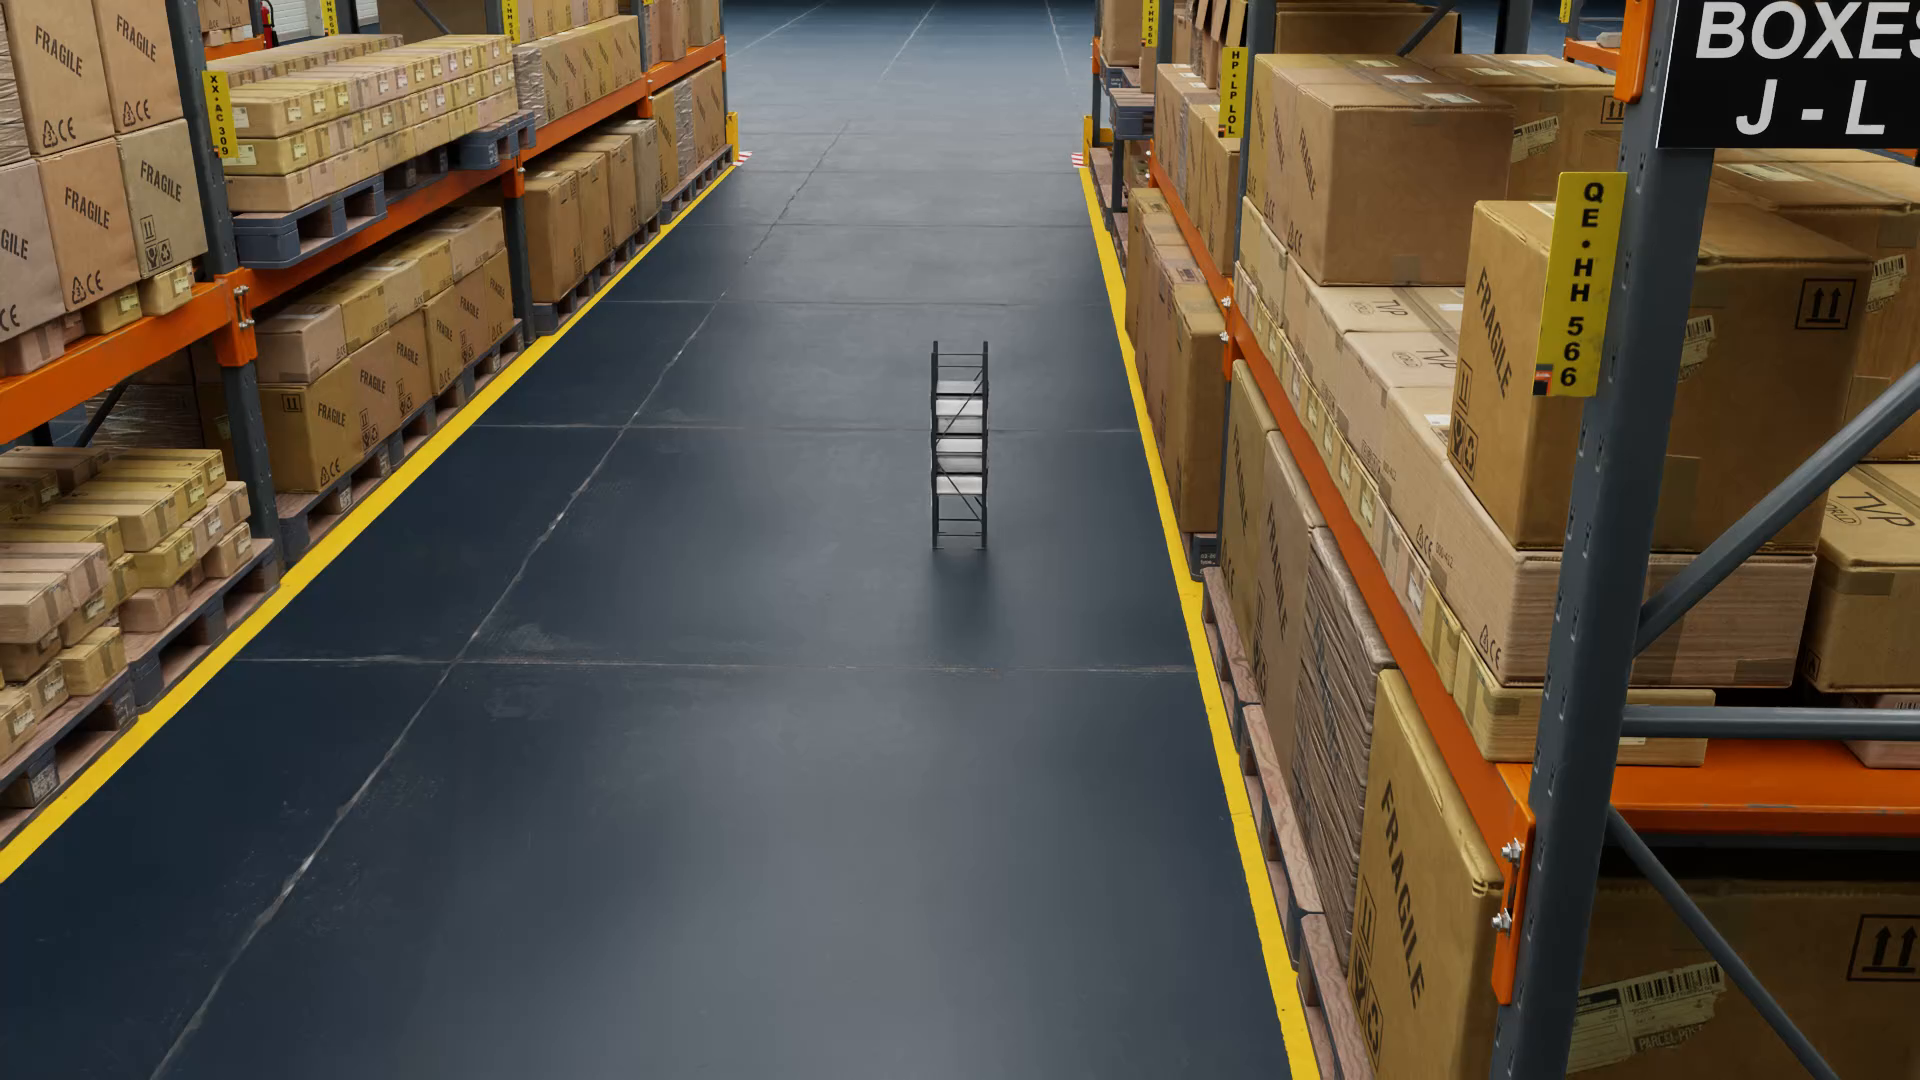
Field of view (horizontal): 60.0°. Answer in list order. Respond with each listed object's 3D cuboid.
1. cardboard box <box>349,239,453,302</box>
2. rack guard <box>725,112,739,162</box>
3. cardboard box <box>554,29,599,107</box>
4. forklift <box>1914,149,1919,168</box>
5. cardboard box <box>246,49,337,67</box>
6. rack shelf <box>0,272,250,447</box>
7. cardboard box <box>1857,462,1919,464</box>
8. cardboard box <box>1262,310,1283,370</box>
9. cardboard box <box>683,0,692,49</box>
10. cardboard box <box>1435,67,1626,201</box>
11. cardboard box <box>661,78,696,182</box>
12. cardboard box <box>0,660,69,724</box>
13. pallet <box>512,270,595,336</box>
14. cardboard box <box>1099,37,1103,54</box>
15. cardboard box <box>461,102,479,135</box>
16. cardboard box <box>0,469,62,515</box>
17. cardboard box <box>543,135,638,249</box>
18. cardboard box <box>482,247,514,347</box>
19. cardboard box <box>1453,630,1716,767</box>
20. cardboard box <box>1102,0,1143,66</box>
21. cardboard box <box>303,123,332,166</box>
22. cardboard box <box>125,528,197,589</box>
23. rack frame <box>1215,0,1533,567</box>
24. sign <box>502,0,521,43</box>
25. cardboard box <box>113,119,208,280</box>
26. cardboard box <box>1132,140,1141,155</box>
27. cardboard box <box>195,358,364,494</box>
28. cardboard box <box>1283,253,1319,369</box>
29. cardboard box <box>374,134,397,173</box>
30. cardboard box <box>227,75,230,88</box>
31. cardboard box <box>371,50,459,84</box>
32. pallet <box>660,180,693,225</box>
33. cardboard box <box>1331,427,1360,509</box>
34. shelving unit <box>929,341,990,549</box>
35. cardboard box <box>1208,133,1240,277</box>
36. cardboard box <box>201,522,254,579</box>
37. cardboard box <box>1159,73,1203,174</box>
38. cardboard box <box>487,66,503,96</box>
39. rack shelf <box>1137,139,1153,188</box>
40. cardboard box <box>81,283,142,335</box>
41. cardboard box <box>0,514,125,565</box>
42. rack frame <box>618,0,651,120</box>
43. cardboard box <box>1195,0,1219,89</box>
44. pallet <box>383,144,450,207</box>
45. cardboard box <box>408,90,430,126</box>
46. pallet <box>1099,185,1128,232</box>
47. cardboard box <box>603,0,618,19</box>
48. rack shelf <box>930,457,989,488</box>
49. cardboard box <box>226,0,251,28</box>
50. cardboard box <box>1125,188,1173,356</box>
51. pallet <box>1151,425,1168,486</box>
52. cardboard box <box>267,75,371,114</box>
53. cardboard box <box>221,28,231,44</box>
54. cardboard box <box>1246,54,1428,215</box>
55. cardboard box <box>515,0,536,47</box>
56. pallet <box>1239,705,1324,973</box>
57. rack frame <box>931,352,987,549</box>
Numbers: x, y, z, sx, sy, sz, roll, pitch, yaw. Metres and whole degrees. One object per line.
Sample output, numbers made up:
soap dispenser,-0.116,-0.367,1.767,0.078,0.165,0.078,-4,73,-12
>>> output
cardboard box,-3.071,-1.450,8.957,0.500,0.250,0.500,1,21,3
rack guard,-3.032,-4.422,18.235,1.175,0.500,0.348,1,21,2
cardboard box,-2.947,-3.439,12.106,0.500,0.500,0.500,0,21,1
forklift,4.310,-0.997,6.048,3.031,2.935,1.130,-4,22,-11
cardboard box,-3.516,-2.498,8.765,0.380,0.149,0.250,2,21,4
rack shelf,-3.459,-0.182,4.845,1.077,0.370,4.000,1,21,2
cardboard box,1.729,-0.130,3.514,0.500,0.250,0.500,0,21,1
cardboard box,1.193,-0.643,5.387,0.380,0.149,0.250,0,21,0
cardboard box,-3.137,-5.114,16.355,0.875,0.550,0.550,1,21,2
cardboard box,1.790,-1.217,5.278,0.500,0.500,0.500,1,21,2
cardboard box,-3.042,-3.890,15.766,0.875,0.875,0.875,1,21,2
cardboard box,-3.176,0.507,5.437,0.380,0.149,0.250,1,21,3
pallet,-3.177,-1.671,11.543,1.003,0.211,1.213,1,21,2
cardboard box,1.532,-4.729,15.917,0.380,0.149,0.250,1,21,2
cardboard box,-2.860,-2.309,9.099,0.380,0.149,0.250,0,21,1
cardboard box,-3.683,-0.163,6.340,0.380,0.149,0.250,2,21,4
cardboard box,-3.117,-2.705,12.884,1.050,0.750,0.750,1,21,2
cardboard box,-3.035,-1.476,10.061,0.500,0.500,0.500,1,21,1
cardboard box,1.117,0.282,3.003,0.380,0.149,0.250,1,21,3
cardboard box,1.636,-4.231,12.877,1.000,1.000,1.000,1,21,2
cardboard box,-2.920,-1.689,7.090,0.380,0.149,0.250,0,21,1
cardboard box,-3.076,0.067,6.159,0.380,0.149,0.250,0,21,0
rack frame,1.557,-1.149,6.344,1.000,3.000,0.127,1,21,2
sign,-2.734,-3.187,10.104,0.100,0.325,0.005,1,21,2
cardboard box,-3.130,-1.247,6.048,0.500,0.500,0.500,1,21,2
cardboard box,1.862,-3.423,15.080,0.500,0.500,0.500,8,22,19
cardboard box,-3.110,-0.535,7.636,0.500,0.500,0.500,1,21,4
cardboard box,1.250,-0.684,4.940,0.500,0.250,0.500,1,21,3
cardboard box,-2.896,-1.830,7.864,0.380,0.149,0.250,0,21,-1
cardboard box,-3.556,-2.029,7.556,0.380,0.149,0.250,1,21,1
cardboard box,-2.869,-2.491,8.746,0.380,0.149,0.250,1,21,2
pallet,-3.053,-3.107,15.244,1.003,0.211,1.213,1,21,2
cardboard box,1.154,-0.181,4.196,0.380,0.149,0.250,1,21,2
shelving unit,0.000,-0.417,7.359,0.258,0.900,0.210,1,21,2
cardboard box,1.298,-1.368,6.769,0.500,0.500,0.500,1,21,2
cardboard box,-3.069,0.039,6.643,0.380,0.149,0.250,1,21,2
cardboard box,1.378,-2.283,9.127,0.500,0.500,0.500,0,21,0
cardboard box,-2.843,-2.624,9.499,0.380,0.149,0.250,1,21,4
rack shelf,1.739,-2.983,12.065,1.077,0.370,4.000,1,21,2
cardboard box,-3.140,-0.827,5.860,0.380,0.149,0.250,1,21,4
cardboard box,-3.203,0.023,5.861,0.380,0.149,0.250,1,21,3
rack frame,-3.155,-4.133,14.033,1.000,3.000,0.127,1,21,2
cardboard box,1.617,-2.610,8.583,0.797,0.503,0.637,1,21,3
pallet,-3.296,-1.881,8.495,1.003,0.211,1.213,1,21,2
cardboard box,-2.881,-2.160,8.306,0.380,0.149,0.250,0,21,1
pallet,1.785,-2.985,14.930,1.003,0.211,1.213,1,21,2
cardboard box,-3.164,-4.466,13.371,0.700,0.500,0.500,0,21,1
rack shelf,0.000,-0.302,7.403,0.258,0.077,0.200,1,21,2
cardboard box,-7.725,-5.583,17.221,0.500,0.500,0.500,0,21,1
cardboard box,1.636,-1.551,9.737,1.225,0.875,0.875,0,21,-1
pallet,1.539,-0.571,8.709,1.003,0.211,1.213,1,21,2
cardboard box,-2.904,-2.017,7.526,0.380,0.149,0.250,0,21,1
cardboard box,-7.707,-5.157,17.020,0.380,0.149,0.250,0,21,1
cardboard box,1.286,-1.397,5.742,0.500,0.500,0.500,1,21,2
cardboard box,-3.239,-3.544,10.996,0.700,0.500,0.500,0,21,1
pallet,1.421,0.867,5.002,1.003,0.211,1.213,1,21,2
rack frame,-0.003,-0.380,7.264,0.240,0.900,0.006,1,21,2
